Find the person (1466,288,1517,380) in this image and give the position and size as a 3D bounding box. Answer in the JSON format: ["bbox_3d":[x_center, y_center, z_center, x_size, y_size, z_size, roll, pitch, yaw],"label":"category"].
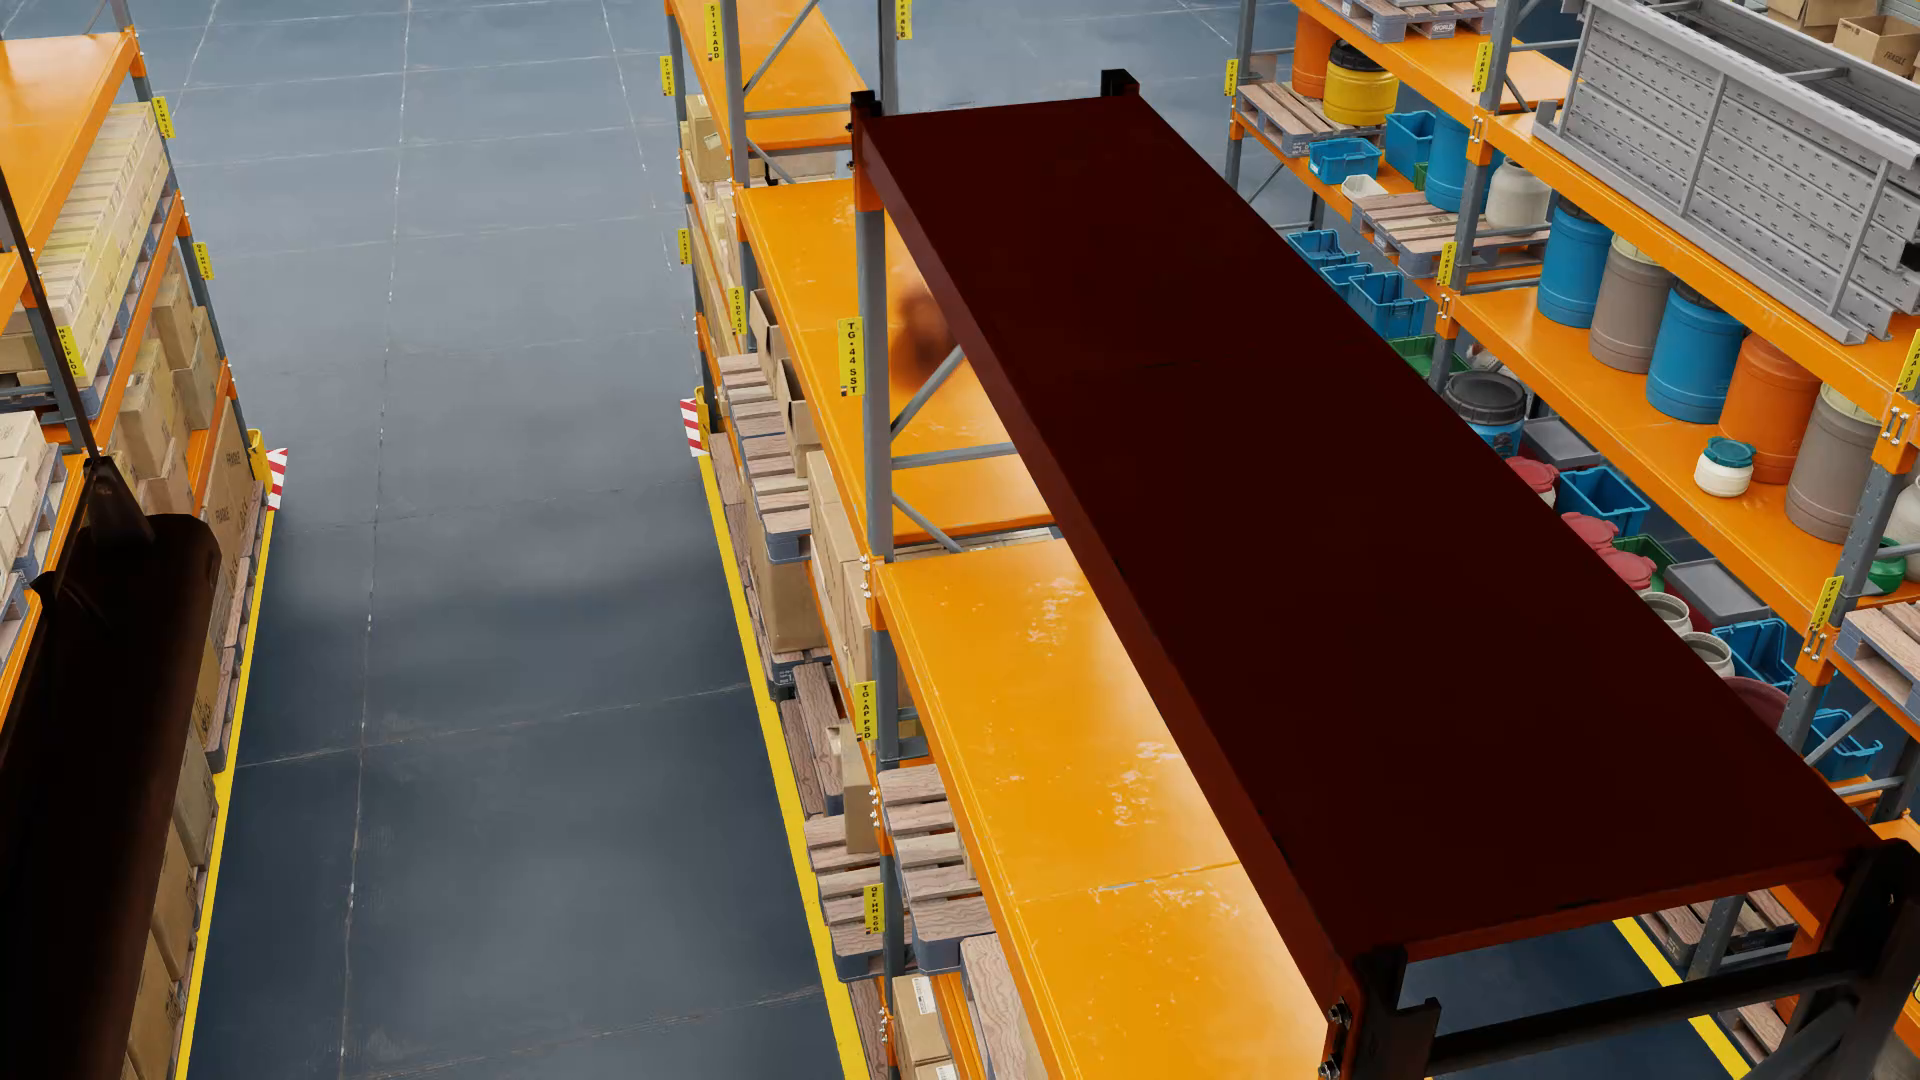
[{"bbox_3d":[4.817,-1.548,14.837,0.659,1.766,0.986,-10,36,-14],"label":"person"}]
